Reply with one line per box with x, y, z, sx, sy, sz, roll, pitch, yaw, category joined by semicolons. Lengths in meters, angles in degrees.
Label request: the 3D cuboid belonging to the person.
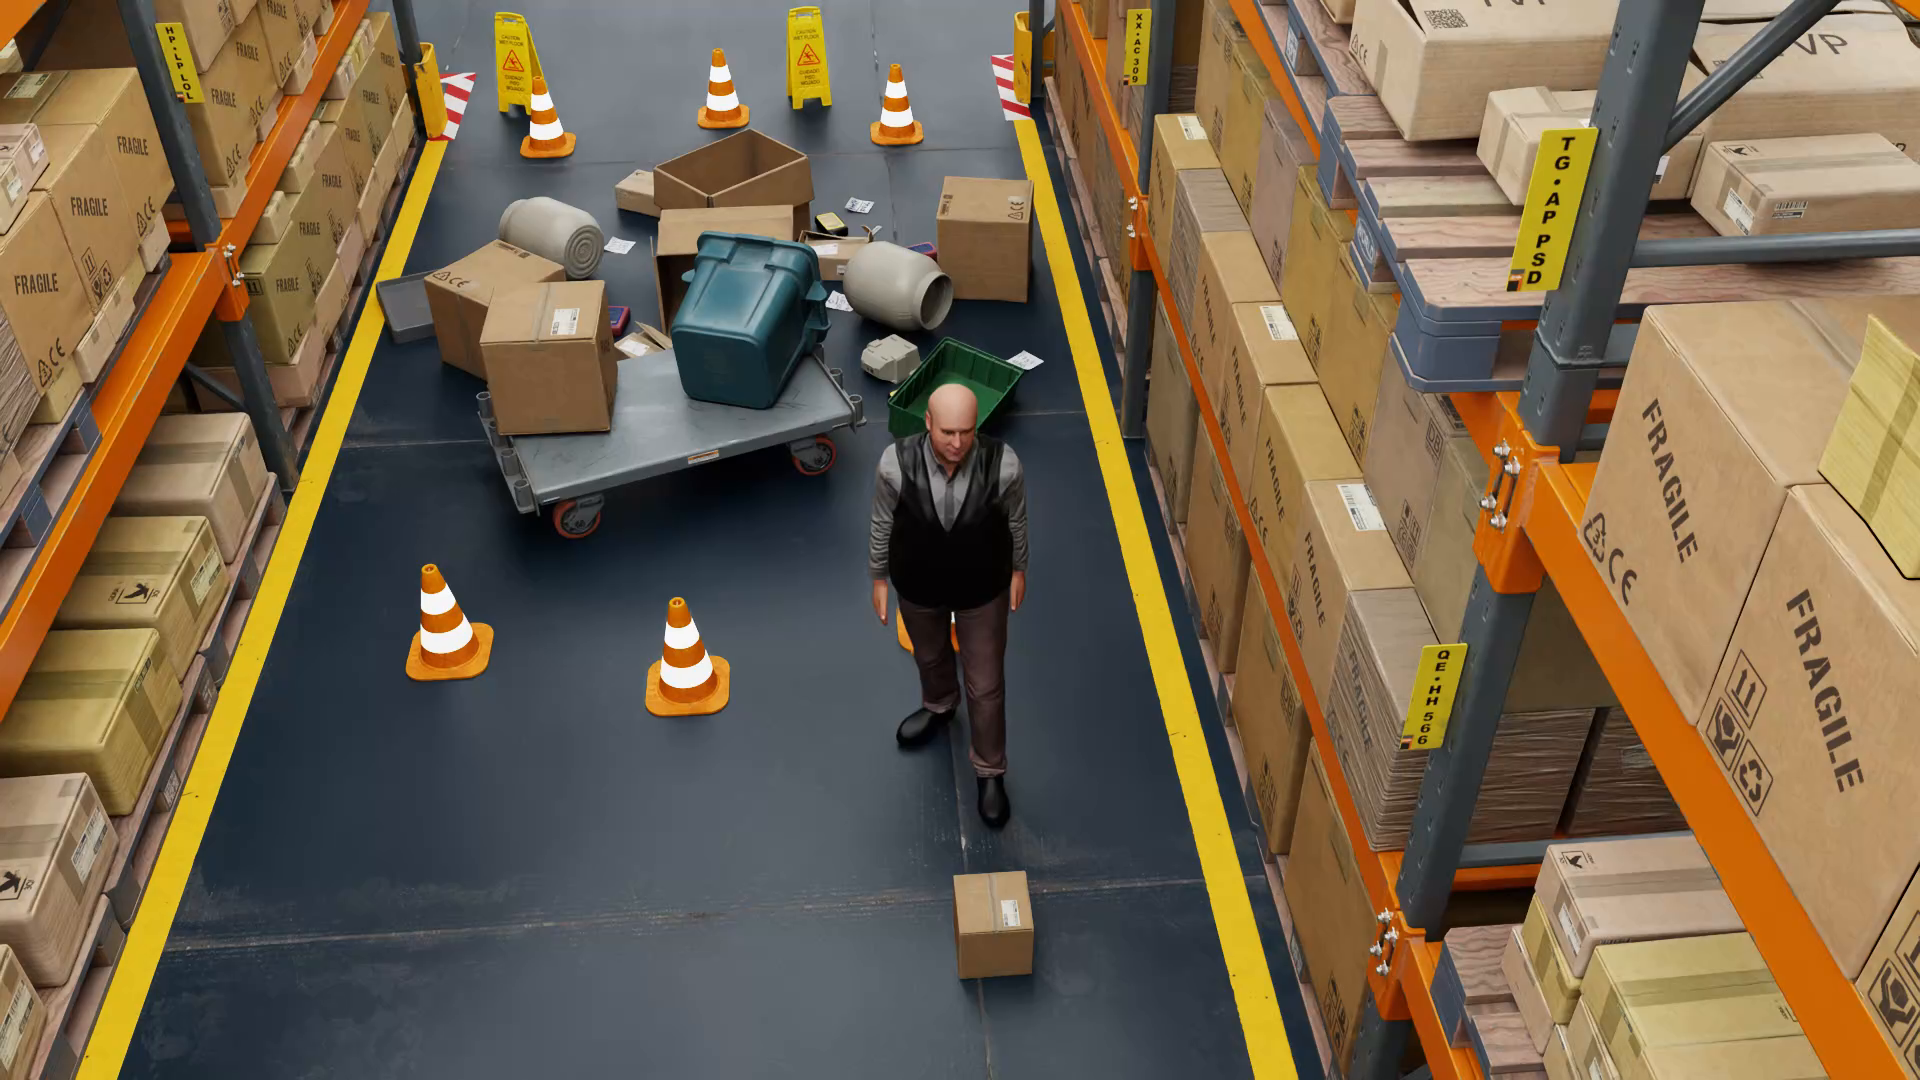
-0.041;0.131;5.961;0.563;1.663;0.501;4;39;5;person
